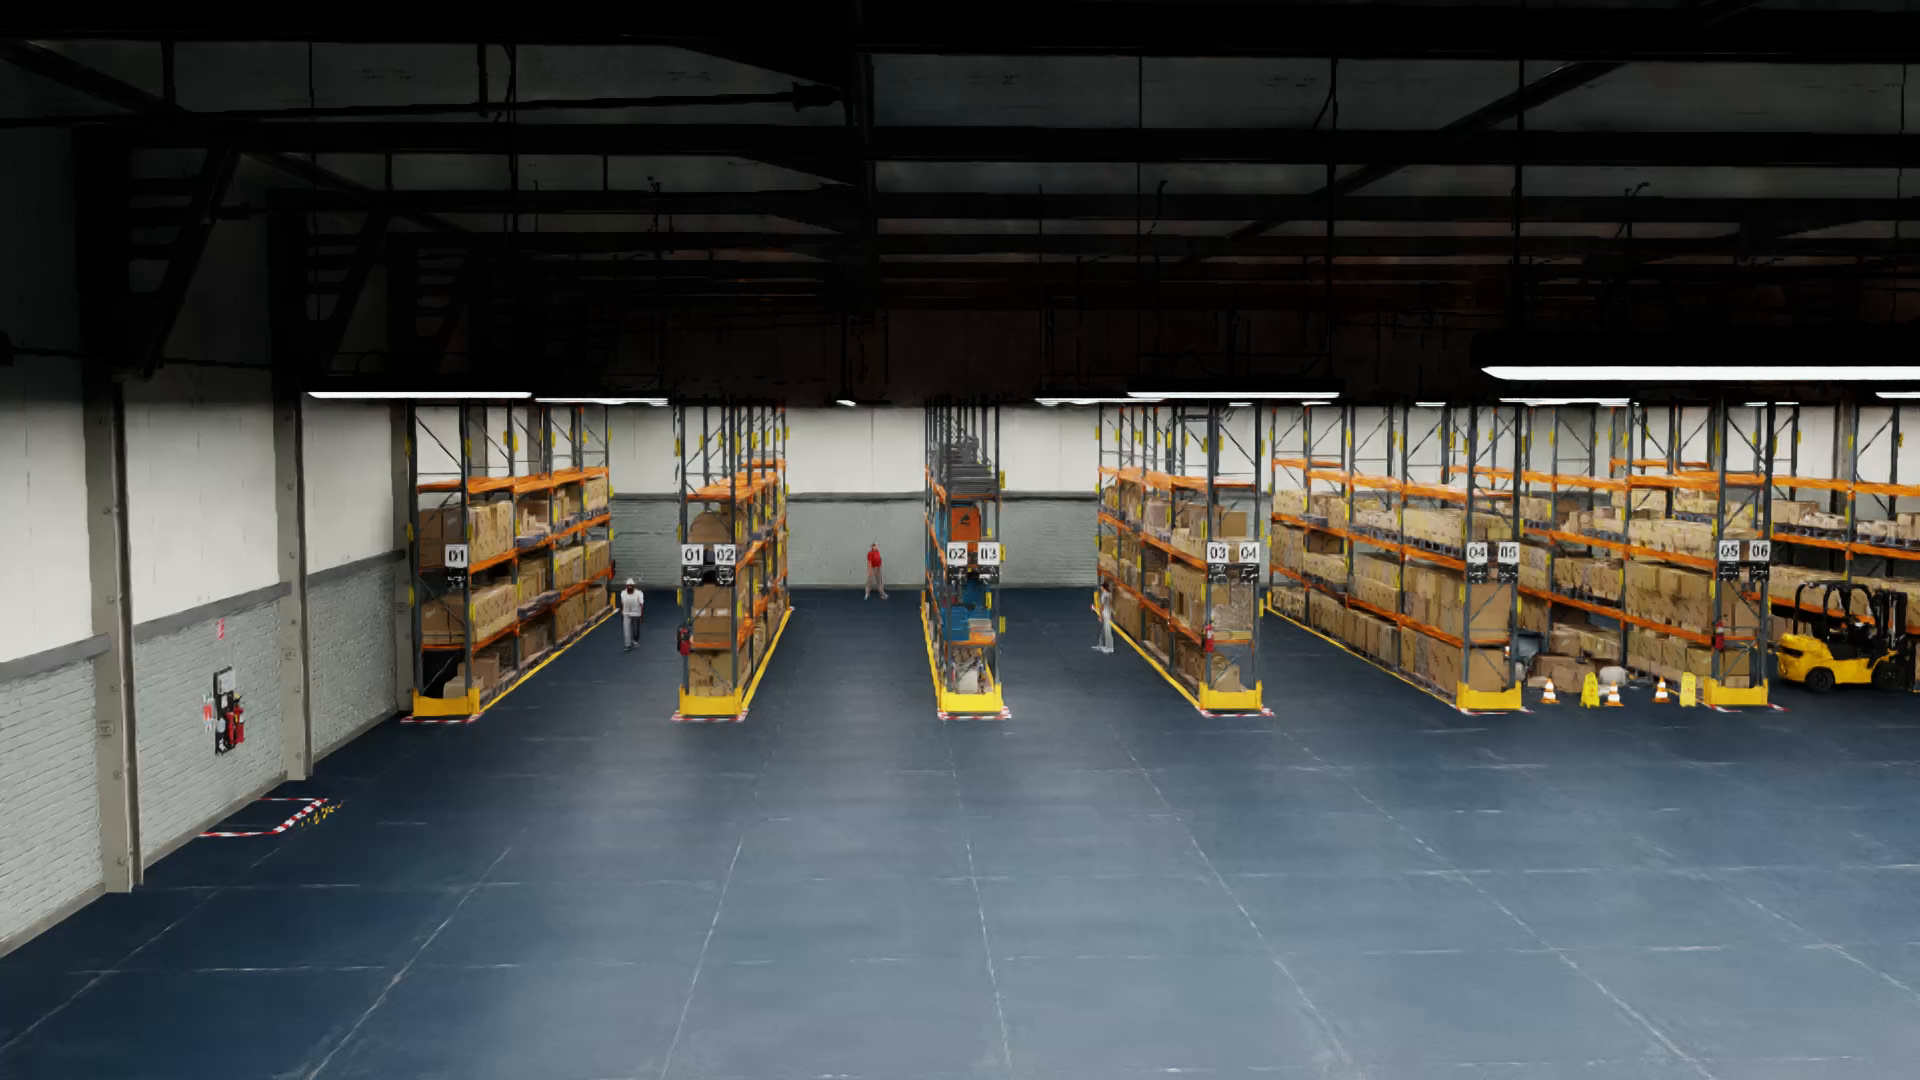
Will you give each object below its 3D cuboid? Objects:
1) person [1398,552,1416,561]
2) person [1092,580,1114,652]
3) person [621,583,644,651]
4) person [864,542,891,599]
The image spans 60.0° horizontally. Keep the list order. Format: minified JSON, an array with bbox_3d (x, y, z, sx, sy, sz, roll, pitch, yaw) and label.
[{"bbox_3d":[13.926,0.755,51.762,0.575,1.775,0.574,3,5,33],"label":"person"},{"bbox_3d":[3.381,1.779,39.178,0.575,1.665,0.576,1,5,18],"label":"person"},{"bbox_3d":[-7.773,1.772,39.433,0.589,1.679,1.038,0,5,-4],"label":"person"},{"bbox_3d":[-2.536,0.908,49.963,0.586,1.719,0.772,3,6,36],"label":"person"}]
